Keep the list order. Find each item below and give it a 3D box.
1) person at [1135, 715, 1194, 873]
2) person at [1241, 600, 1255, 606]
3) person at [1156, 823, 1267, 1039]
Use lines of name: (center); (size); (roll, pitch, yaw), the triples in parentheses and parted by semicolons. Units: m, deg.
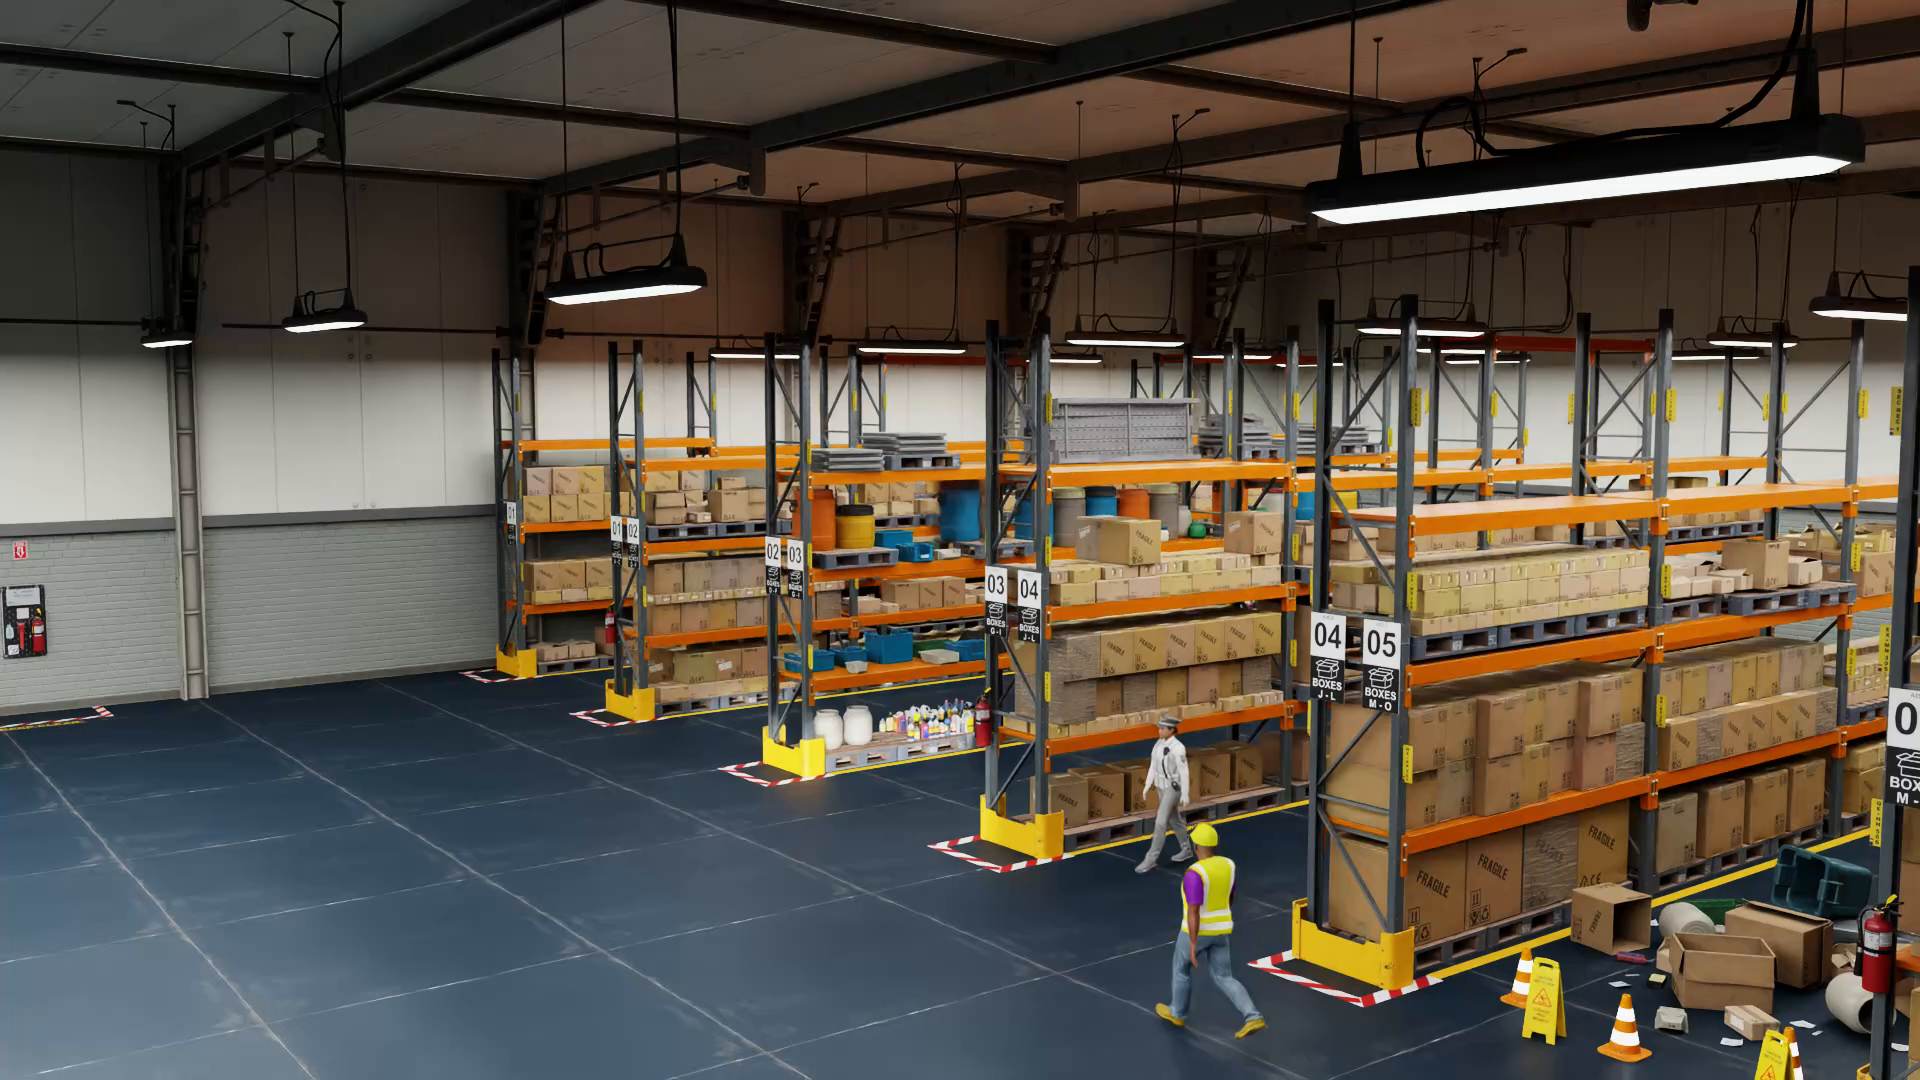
person: (2.211, 2.730, 18.176); (0.839, 1.657, 0.512); (-2, 5, -22)
person: (5.464, 1.509, 32.161); (0.463, 1.675, 0.502); (0, 5, 0)
person: (2.013, 3.140, 13.365); (0.623, 1.715, 1.068); (-3, 6, -32)
